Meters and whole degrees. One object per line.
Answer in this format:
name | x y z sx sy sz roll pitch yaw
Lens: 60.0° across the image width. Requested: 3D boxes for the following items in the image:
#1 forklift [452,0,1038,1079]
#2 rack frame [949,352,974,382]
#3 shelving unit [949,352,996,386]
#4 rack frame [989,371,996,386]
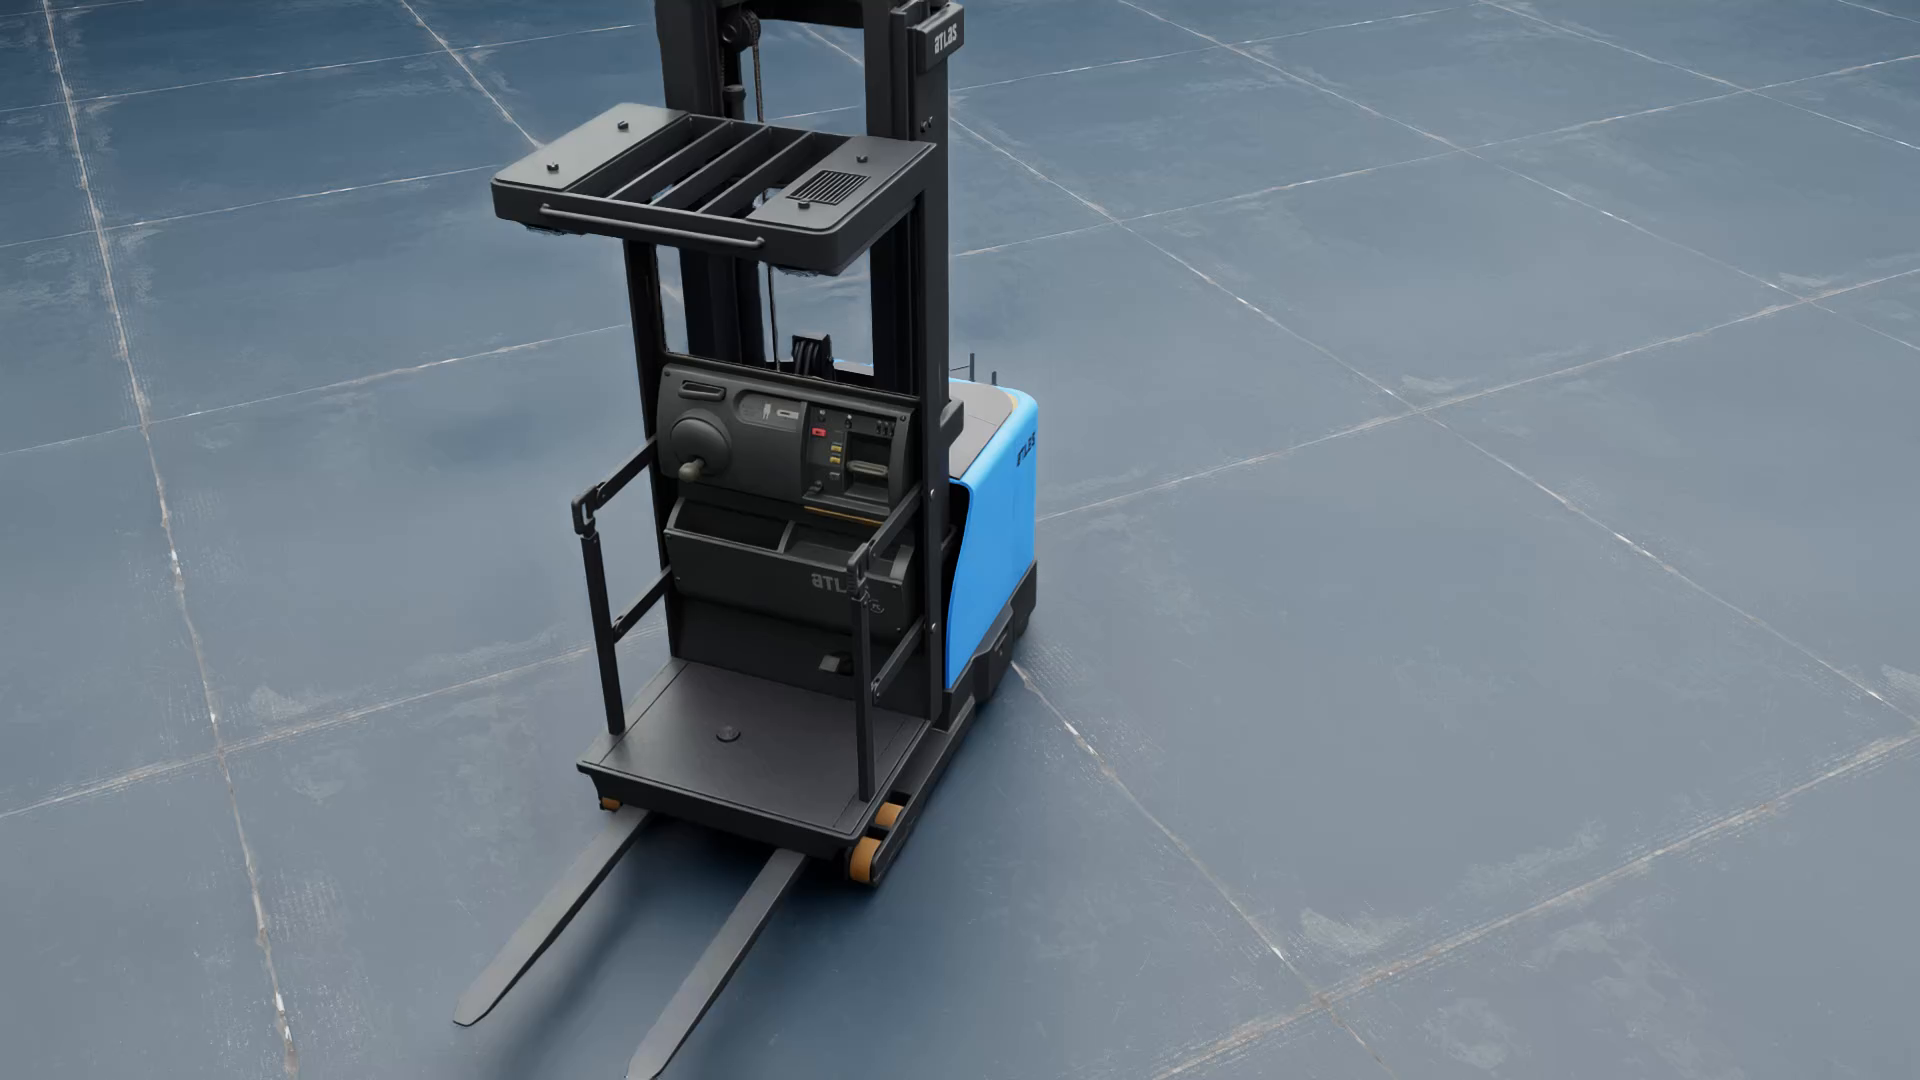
forklift | -0.682 -0.279 5.469 1.130 2.935 3.031 12 35 18
rack frame | -0.044 -0.424 7.577 0.240 0.900 0.006 -16 36 -23
shelving unit | 0.004 -0.375 7.501 0.258 0.900 0.210 -16 36 -23
rack frame | 0.051 -0.327 7.425 0.240 0.900 0.006 -16 36 -23
